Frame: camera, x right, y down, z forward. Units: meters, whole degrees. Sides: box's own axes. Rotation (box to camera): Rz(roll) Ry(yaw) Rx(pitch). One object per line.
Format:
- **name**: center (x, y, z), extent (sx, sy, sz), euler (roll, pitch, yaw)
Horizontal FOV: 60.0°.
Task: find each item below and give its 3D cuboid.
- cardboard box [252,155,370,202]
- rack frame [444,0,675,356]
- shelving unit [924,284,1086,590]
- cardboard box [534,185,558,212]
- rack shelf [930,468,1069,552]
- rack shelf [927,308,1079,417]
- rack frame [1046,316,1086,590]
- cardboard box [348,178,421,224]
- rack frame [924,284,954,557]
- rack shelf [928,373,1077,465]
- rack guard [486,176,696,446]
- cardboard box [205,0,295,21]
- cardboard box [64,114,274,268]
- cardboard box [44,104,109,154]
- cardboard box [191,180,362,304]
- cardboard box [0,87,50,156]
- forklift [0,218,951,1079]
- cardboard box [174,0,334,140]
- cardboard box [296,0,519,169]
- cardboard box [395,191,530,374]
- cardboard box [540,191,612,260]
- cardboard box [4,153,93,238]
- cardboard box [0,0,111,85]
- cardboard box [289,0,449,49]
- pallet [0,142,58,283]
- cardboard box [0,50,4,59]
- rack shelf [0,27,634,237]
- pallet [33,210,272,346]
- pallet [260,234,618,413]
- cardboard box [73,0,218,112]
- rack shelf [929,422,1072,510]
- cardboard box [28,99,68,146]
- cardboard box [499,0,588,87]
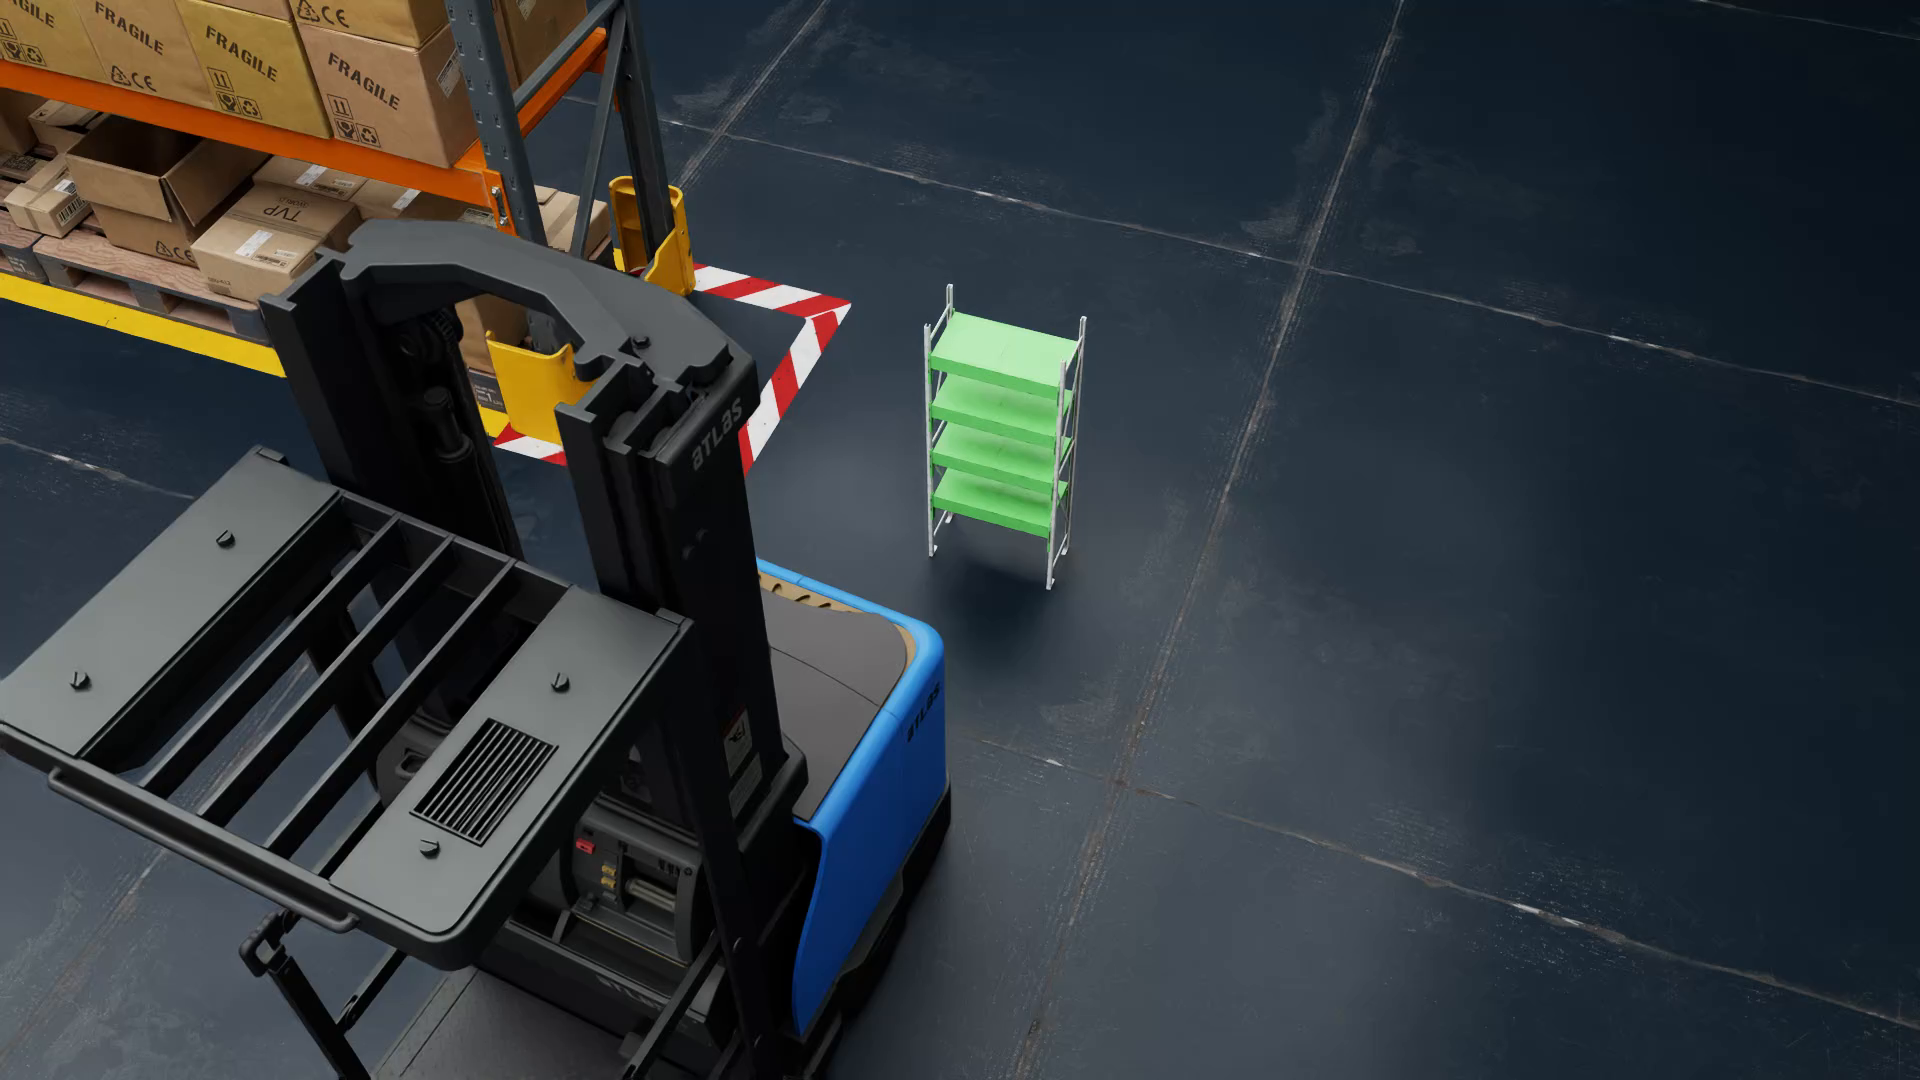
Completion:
- **cardboard box**: center (-2.835, -1.647, 7.588), extent (0.500, 0.250, 0.500), euler (16, 51, 13)
- **rack frame**: center (-1.486, -1.798, 6.190), extent (0.127, 3.000, 1.000), euler (16, 51, 13)
- **shelving unit**: center (0.155, -0.350, 6.126), extent (0.503, 1.200, 0.258), euler (16, 51, 13)
- **cardboard box**: center (-1.994, -1.433, 7.458), extent (0.250, 0.166, 0.380), euler (16, 51, 13)
- **rack shelf**: center (0.155, -0.151, 6.355), extent (0.480, 0.148, 0.258), euler (16, 51, 13)
- **rack shelf**: center (0.155, -0.622, 5.811), extent (0.480, 0.148, 0.258), euler (16, 51, 13)
- **rack frame**: center (0.384, -0.286, 6.070), extent (0.015, 1.200, 0.240), euler (16, 51, 13)
- **cardboard box**: center (-2.366, -1.516, 7.474), extent (0.500, 0.250, 0.500), euler (16, 51, 13)
- **rack frame**: center (-0.074, -0.414, 6.181), extent (0.015, 1.200, 0.240), euler (16, 51, 13)
- **rack shelf**: center (0.155, -0.465, 5.993), extent (0.480, 0.148, 0.258), euler (16, 51, 13)
- **rack guard**: center (-1.557, -1.000, 7.152), extent (0.348, 0.500, 1.175), euler (16, 51, 13)
- **cardboard box**: center (-2.473, -2.212, 5.821), extent (0.500, 0.500, 0.500), euler (17, 51, 14)
- **cardboard box**: center (-3.474, -1.684, 7.452), extent (0.637, 0.503, 0.797), euler (16, 51, 13)
- **cardboard box**: center (-3.902, -1.965, 7.823), extent (0.500, 0.311, 0.500), euler (16, 51, 13)
- **cardboard box**: center (-2.962, -1.280, 7.269), extent (0.500, 0.250, 0.500), euler (16, 51, 13)
- **cardboard box**: center (-4.605, -2.223, 7.921), extent (0.500, 0.500, 0.500), euler (16, 51, 13)
- **forklift**: center (-1.130, 0.856, 3.935), extent (1.130, 2.935, 3.031), euler (20, 52, 17)
- **cardboard box**: center (-2.488, -1.889, 6.203), extent (0.500, 0.500, 0.500), euler (16, 51, 13)
- **cardboard box**: center (-2.000, -1.756, 6.087), extent (0.500, 0.500, 0.500), euler (17, 51, 14)
- **cardboard box**: center (-2.081, -1.092, 6.941), extent (0.500, 0.500, 0.500), euler (16, 51, 13)
- **cardboard box**: center (-1.759, -1.362, 7.408), extent (0.250, 0.149, 0.380), euler (16, 51, 13)
- **cardboard box**: center (-4.104, -1.579, 7.584), extent (0.250, 0.166, 0.380), euler (16, 51, 13)
- **cardboard box**: center (-3.427, -2.156, 6.434), extent (0.500, 0.500, 0.500), euler (15, 51, 13)
- **cardboard box**: center (-1.999, -2.080, 5.707), extent (0.500, 0.500, 0.500), euler (15, 51, 13)
- **pallet**: center (-4.594, -1.752, 7.996), extent (1.213, 0.211, 1.003), euler (16, 51, 13)
- **cardboard box**: center (-3.904, -2.288, 6.548), extent (0.500, 0.500, 0.500), euler (15, 51, 13)
- **rack shelf**: center (-3.362, -2.087, 6.916), extent (4.000, 0.370, 1.077), euler (16, 51, 13)
- **pallet**: center (-3.446, -1.434, 7.720), extent (1.213, 0.211, 1.003), euler (16, 51, 13)
- **pallet**: center (-2.305, -1.113, 7.442), extent (1.213, 0.211, 1.003), euler (16, 51, 13)
- **cardboard box**: center (-2.954, -2.023, 6.319), extent (0.500, 0.500, 0.500), euler (16, 51, 13)
- **rack shelf**: center (0.155, -0.308, 6.174), extent (0.480, 0.148, 0.258), euler (16, 51, 13)
- **cardboard box**: center (-4.233, -2.053, 8.006), extent (0.250, 0.149, 0.380), euler (16, 51, 13)
- **cardboard box**: center (-1.811, -2.134, 6.415), extent (0.500, 0.500, 0.500), euler (17, 51, 14)
